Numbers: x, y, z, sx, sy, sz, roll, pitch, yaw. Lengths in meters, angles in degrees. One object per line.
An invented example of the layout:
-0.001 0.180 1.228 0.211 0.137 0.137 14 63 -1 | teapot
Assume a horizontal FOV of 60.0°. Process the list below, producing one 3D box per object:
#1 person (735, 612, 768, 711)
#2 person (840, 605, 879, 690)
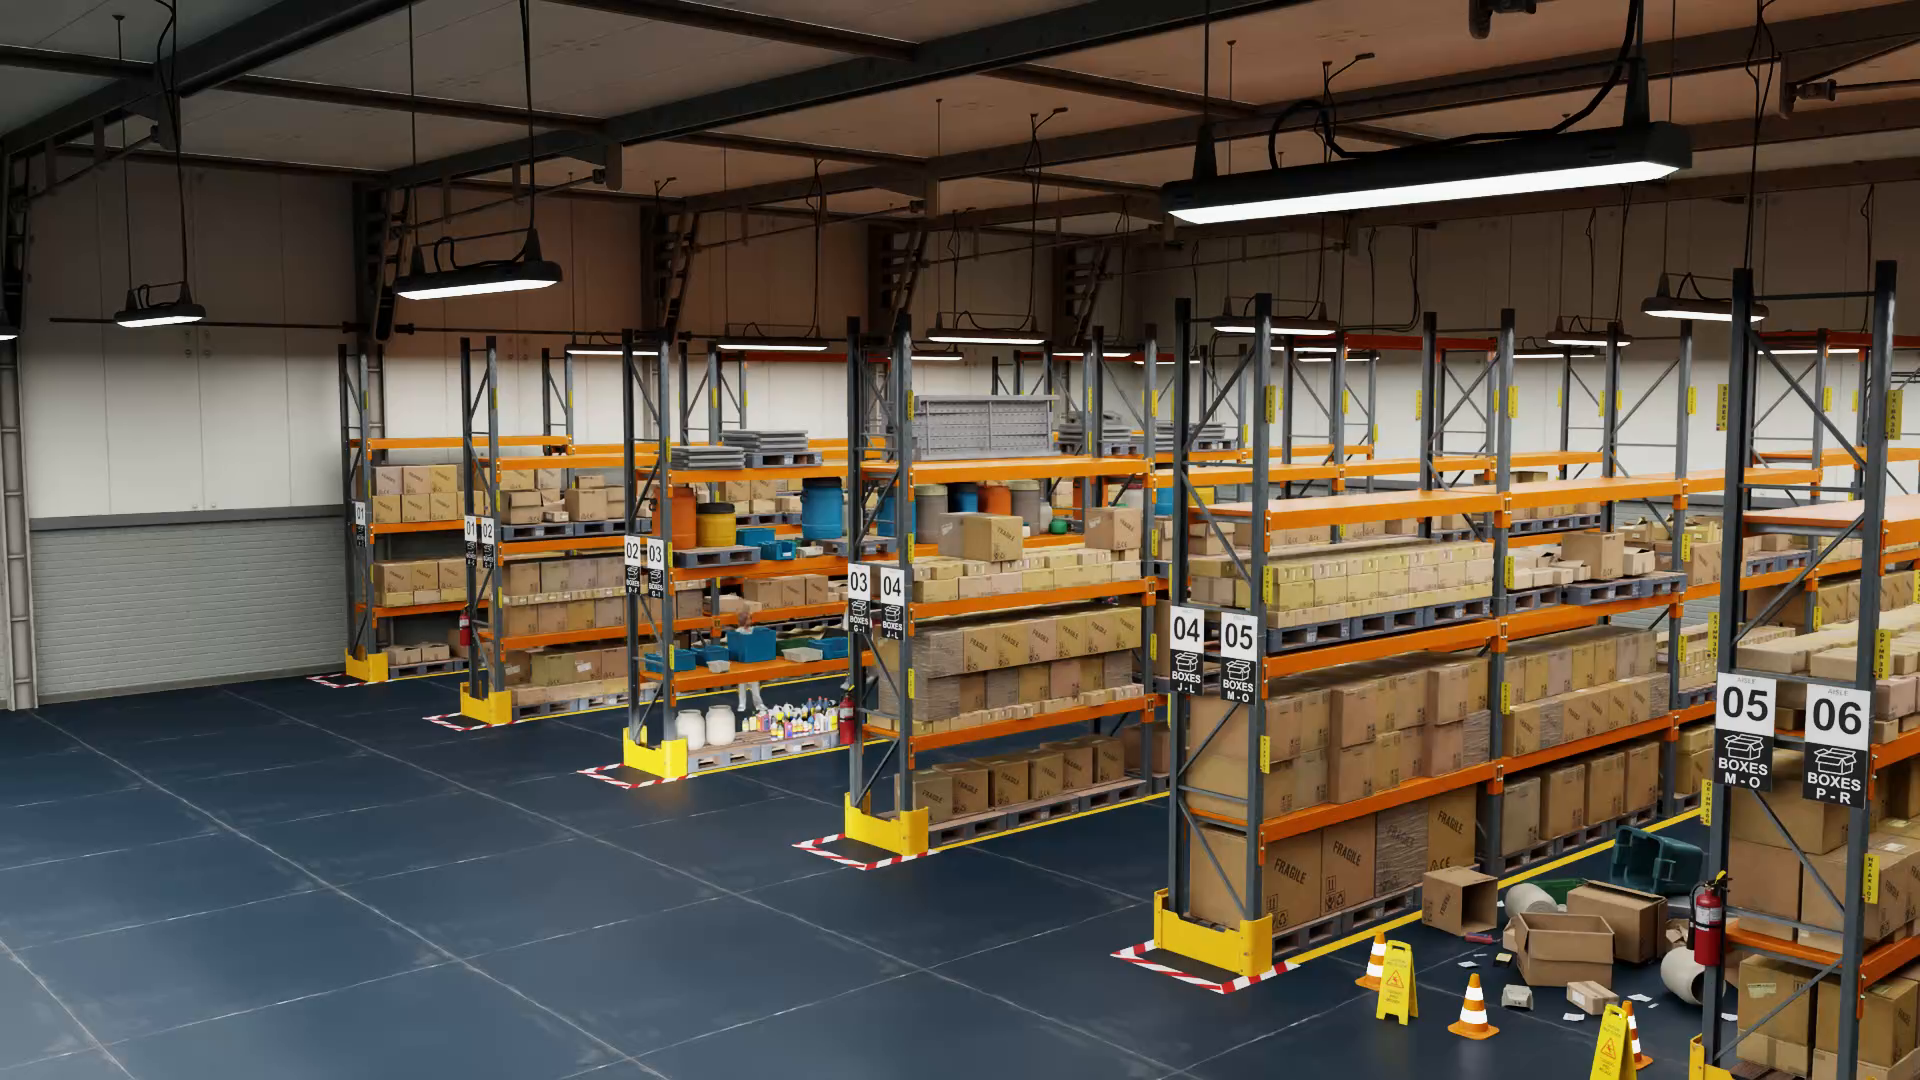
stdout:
-3.371 1.950 26.592 0.468 1.593 0.510 -4 6 -35 | person
-1.767 1.663 28.696 0.540 1.717 1.099 5 7 45 | person
